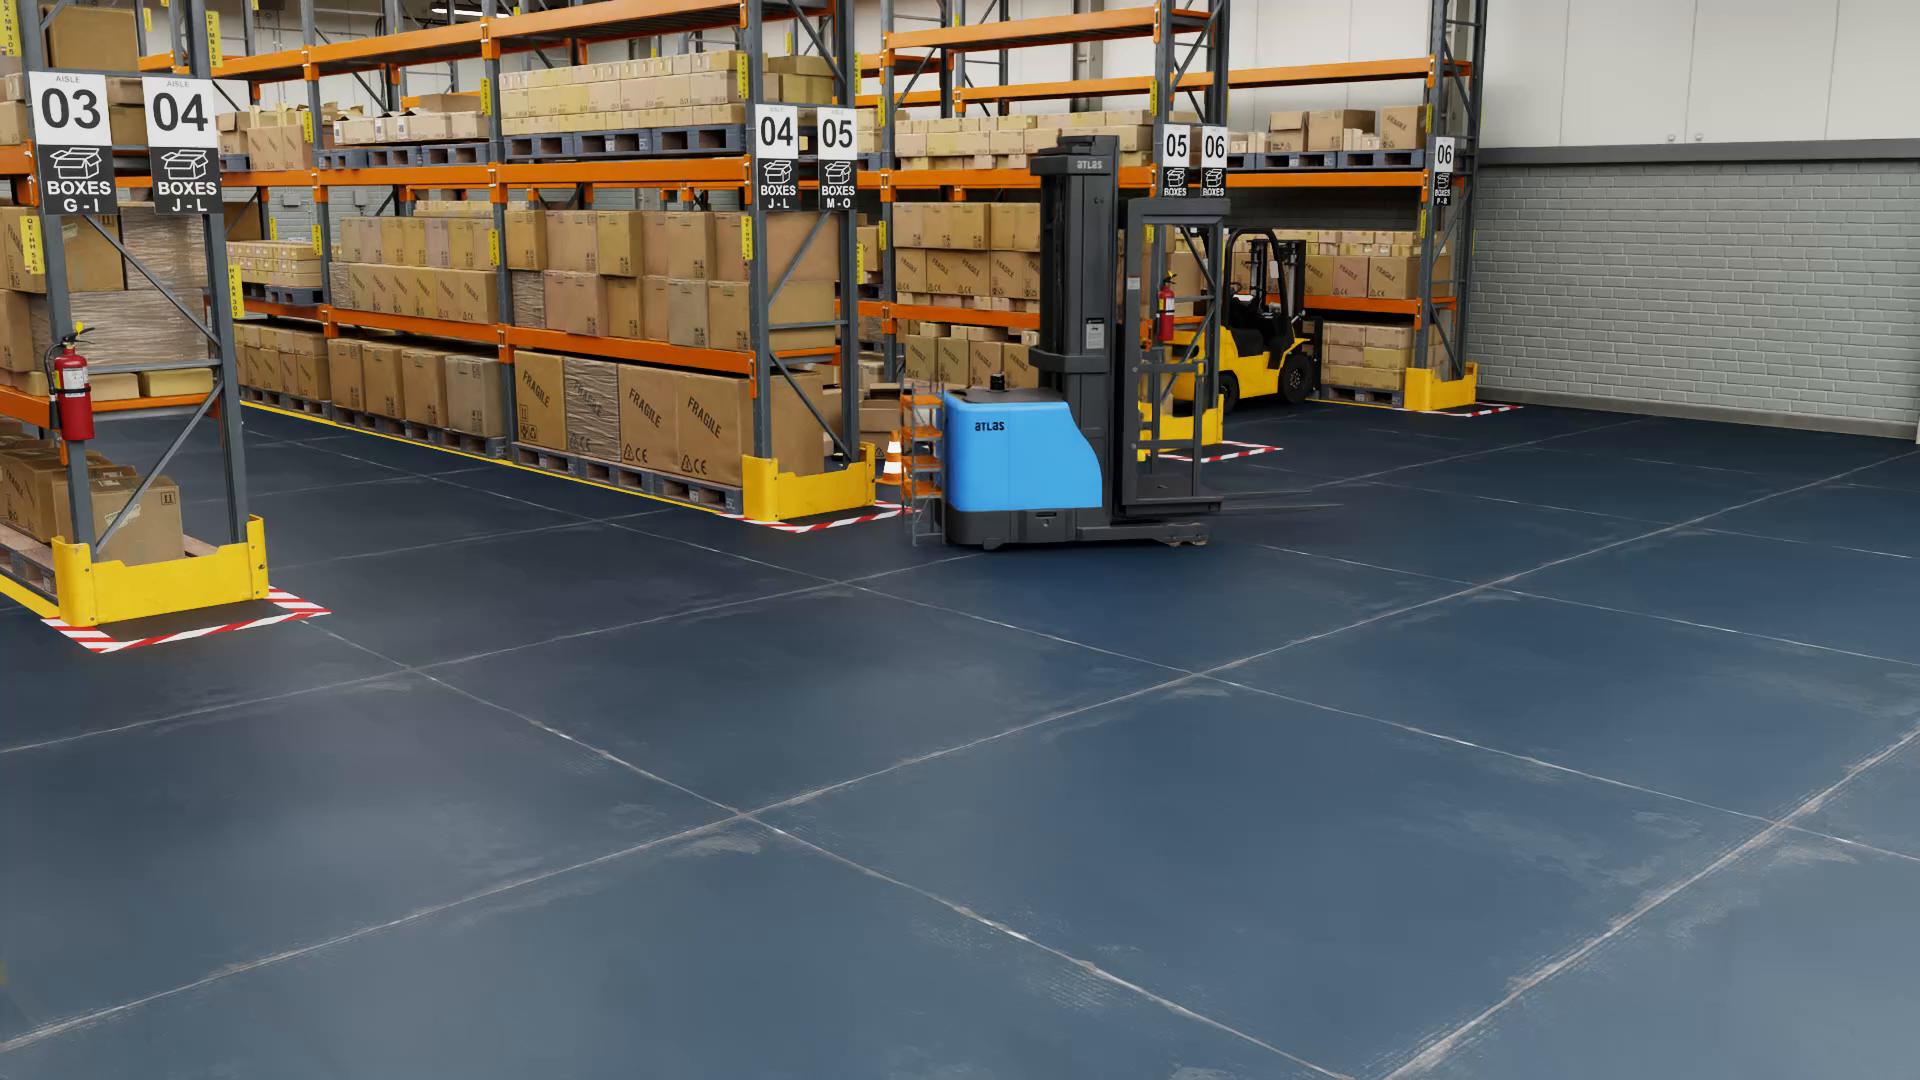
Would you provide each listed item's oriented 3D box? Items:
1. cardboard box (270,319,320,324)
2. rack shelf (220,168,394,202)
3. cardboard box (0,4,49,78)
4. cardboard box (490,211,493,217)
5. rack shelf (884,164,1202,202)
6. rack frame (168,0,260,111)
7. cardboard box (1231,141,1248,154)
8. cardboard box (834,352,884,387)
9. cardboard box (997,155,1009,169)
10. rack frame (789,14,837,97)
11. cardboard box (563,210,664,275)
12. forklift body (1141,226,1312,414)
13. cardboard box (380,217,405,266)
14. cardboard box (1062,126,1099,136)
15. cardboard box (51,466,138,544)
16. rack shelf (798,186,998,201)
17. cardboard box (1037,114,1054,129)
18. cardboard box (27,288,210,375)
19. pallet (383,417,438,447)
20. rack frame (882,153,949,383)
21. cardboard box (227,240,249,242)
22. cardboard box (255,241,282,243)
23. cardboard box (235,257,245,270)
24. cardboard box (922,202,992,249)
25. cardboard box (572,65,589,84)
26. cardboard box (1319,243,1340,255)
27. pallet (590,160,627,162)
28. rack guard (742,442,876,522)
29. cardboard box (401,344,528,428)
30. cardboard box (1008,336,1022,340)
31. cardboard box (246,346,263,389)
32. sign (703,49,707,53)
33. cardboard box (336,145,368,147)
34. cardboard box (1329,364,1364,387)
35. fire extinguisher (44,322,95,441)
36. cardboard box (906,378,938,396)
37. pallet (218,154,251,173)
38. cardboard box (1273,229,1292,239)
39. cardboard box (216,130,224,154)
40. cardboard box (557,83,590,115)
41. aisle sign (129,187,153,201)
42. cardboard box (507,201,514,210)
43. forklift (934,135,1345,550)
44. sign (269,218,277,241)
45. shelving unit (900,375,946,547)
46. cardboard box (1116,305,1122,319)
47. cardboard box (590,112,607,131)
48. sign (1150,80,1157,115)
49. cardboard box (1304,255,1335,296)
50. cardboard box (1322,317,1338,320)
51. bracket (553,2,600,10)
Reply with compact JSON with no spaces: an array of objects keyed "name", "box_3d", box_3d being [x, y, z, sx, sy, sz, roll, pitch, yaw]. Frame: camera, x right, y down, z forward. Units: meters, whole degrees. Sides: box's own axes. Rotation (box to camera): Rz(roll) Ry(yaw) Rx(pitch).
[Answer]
[{"name":"cardboard box","box_3d":[-8.480,-2.666,21.215,0.500,0.250,0.500,-10,15,-40]},{"name":"rack shelf","box_3d":[-8.142,-4.293,20.164,1.077,0.370,4.000,-11,16,-43]},{"name":"cardboard box","box_3d":[-6.146,-3.140,10.560,0.500,0.500,0.500,-11,16,-43]},{"name":"cardboard box","box_3d":[-6.883,-4.817,25.632,0.500,0.500,0.500,-11,16,-43]},{"name":"rack shelf","box_3d":[0.893,-3.830,17.916,1.077,0.370,4.000,-11,16,-43]},{"name":"rack frame","box_3d":[-9.523,-6.406,21.205,1.000,3.000,0.127,-11,16,-43]},{"name":"cardboard box","box_3d":[3.720,-5.078,21.526,0.380,0.149,0.250,-10,15,-41]},{"name":"cardboard box","box_3d":[-1.351,-2.104,20.663,0.950,0.372,0.625,-10,15,-39]},{"name":"cardboard box","box_3d":[0.616,-4.046,17.804,0.380,0.149,0.250,-11,16,-42]},{"name":"rack frame","box_3d":[-2.425,-7.803,27.985,1.000,3.000,0.127,-11,16,-43]},{"name":"cardboard box","box_3d":[-3.031,-2.682,14.948,0.875,0.550,0.550,-11,16,-43]},{"name":"forklift body","box_3d":[3.233,-2.720,20.285,2.313,2.155,1.214,-11,16,-43]},{"name":"cardboard box","box_3d":[-5.752,-3.208,17.822,0.700,0.500,0.500,-11,16,-43]},{"name":"cardboard box","box_3d":[1.389,-4.075,16.959,0.500,0.250,0.500,-11,16,-43]},{"name":"cardboard box","box_3d":[-5.750,-0.198,11.091,0.500,0.500,0.500,-6,13,-28]},{"name":"rack shelf","box_3d":[-1.044,-5.690,26.943,1.077,0.370,4.000,-11,16,-43]},{"name":"cardboard box","box_3d":[1.024,-4.366,17.385,0.250,0.149,0.380,11,16,44]},{"name":"cardboard box","box_3d":[-5.253,-1.319,10.395,0.875,0.500,0.500,-11,16,-43]},{"name":"pallet","box_3d":[-5.432,-1.215,17.785,1.003,0.211,1.213,-11,16,-43]},{"name":"rack frame","box_3d":[-0.488,-3.005,19.563,1.000,3.000,0.127,-11,16,-43]},{"name":"cardboard box","box_3d":[-9.683,-3.770,22.292,0.500,0.500,0.500,-11,16,-44]},{"name":"cardboard box","box_3d":[-8.741,-3.734,21.207,0.250,0.149,0.380,11,16,43]},{"name":"cardboard box","box_3d":[-8.502,-3.347,20.067,0.380,0.149,0.250,-11,16,-44]},{"name":"cardboard box","box_3d":[-0.004,-3.517,18.587,0.700,0.500,0.500,-11,16,-42]},{"name":"cardboard box","box_3d":[-3.113,-4.006,14.345,0.380,0.149,0.250,-11,16,-43]},{"name":"cardboard box","box_3d":[4.705,-3.641,20.797,0.250,0.149,0.380,11,16,43]},{"name":"pallet","box_3d":[-4.508,-5.215,23.323,1.003,0.211,1.213,-10,15,-40]},{"name":"rack guard","box_3d":[-1.219,-0.489,13.545,1.175,0.500,0.348,-11,16,-43]},{"name":"cardboard box","box_3d":[-5.155,-1.624,17.393,1.050,0.750,0.750,-11,16,-43]},{"name":"cardboard box","box_3d":[0.820,-2.034,18.765,0.500,0.500,0.500,-10,15,-40]},{"name":"cardboard box","box_3d":[-8.466,-2.153,20.582,0.500,0.500,0.500,-11,16,-42]},{"name":"sign","box_3d":[-4.772,-8.996,31.069,0.100,0.325,0.005,-11,16,-43]},{"name":"cardboard box","box_3d":[-6.646,-4.414,18.302,0.250,0.149,0.380,11,16,43]},{"name":"cardboard box","box_3d":[4.972,-2.071,20.803,0.500,0.250,0.500,-11,16,-43]},{"name":"fire extinguisher","box_3d":[-5.147,-0.921,9.642,0.296,0.674,0.183,-11,16,-43]},{"name":"cardboard box","box_3d":[-0.276,-1.740,19.198,0.500,0.250,0.500,11,16,43]},{"name":"pallet","box_3d":[-8.455,-4.589,20.285,1.213,0.211,1.003,-11,16,-43]},{"name":"cardboard box","box_3d":[4.237,-3.911,21.368,0.380,0.149,0.250,-11,16,-42]},{"name":"cardboard box","box_3d":[-9.067,-4.941,20.709,0.500,0.311,0.500,-11,16,-43]},{"name":"cardboard box","box_3d":[-3.165,-3.839,14.524,0.500,0.250,0.500,-11,16,-43]},{"name":"aisle sign","box_3d":[-12.119,-5.377,24.636,0.394,0.787,0.004,-11,16,-43]},{"name":"cardboard box","box_3d":[-6.724,-5.121,25.500,0.380,0.149,0.250,-11,16,-42]},{"name":"forklift","box_3d":[1.371,-1.490,12.380,3.031,2.935,1.130,-2,12,-11]},{"name":"sign","box_3d":[-9.124,-4.113,22.072,0.100,0.325,0.005,-11,16,-43]},{"name":"shelving unit","box_3d":[-0.278,-0.595,12.320,0.258,1.200,0.503,-2,12,-11]},{"name":"cardboard box","box_3d":[1.606,-2.344,16.980,0.380,0.149,0.250,-11,16,-43]},{"name":"cardboard box","box_3d":[-2.942,-3.579,14.248,0.380,0.149,0.250,-11,16,-42]},{"name":"sign","box_3d":[1.859,-4.250,15.976,0.100,0.325,0.005,-11,16,-43]},{"name":"cardboard box","box_3d":[4.626,-3.349,20.987,0.500,0.500,0.500,-11,16,-44]},{"name":"cardboard box","box_3d":[4.633,-2.781,21.773,0.500,0.250,0.500,-11,16,-44]},{"name":"bracket","box_3d":[-8.871,-11.088,35.008,0.076,0.066,5.218,-11,16,-43]}]
